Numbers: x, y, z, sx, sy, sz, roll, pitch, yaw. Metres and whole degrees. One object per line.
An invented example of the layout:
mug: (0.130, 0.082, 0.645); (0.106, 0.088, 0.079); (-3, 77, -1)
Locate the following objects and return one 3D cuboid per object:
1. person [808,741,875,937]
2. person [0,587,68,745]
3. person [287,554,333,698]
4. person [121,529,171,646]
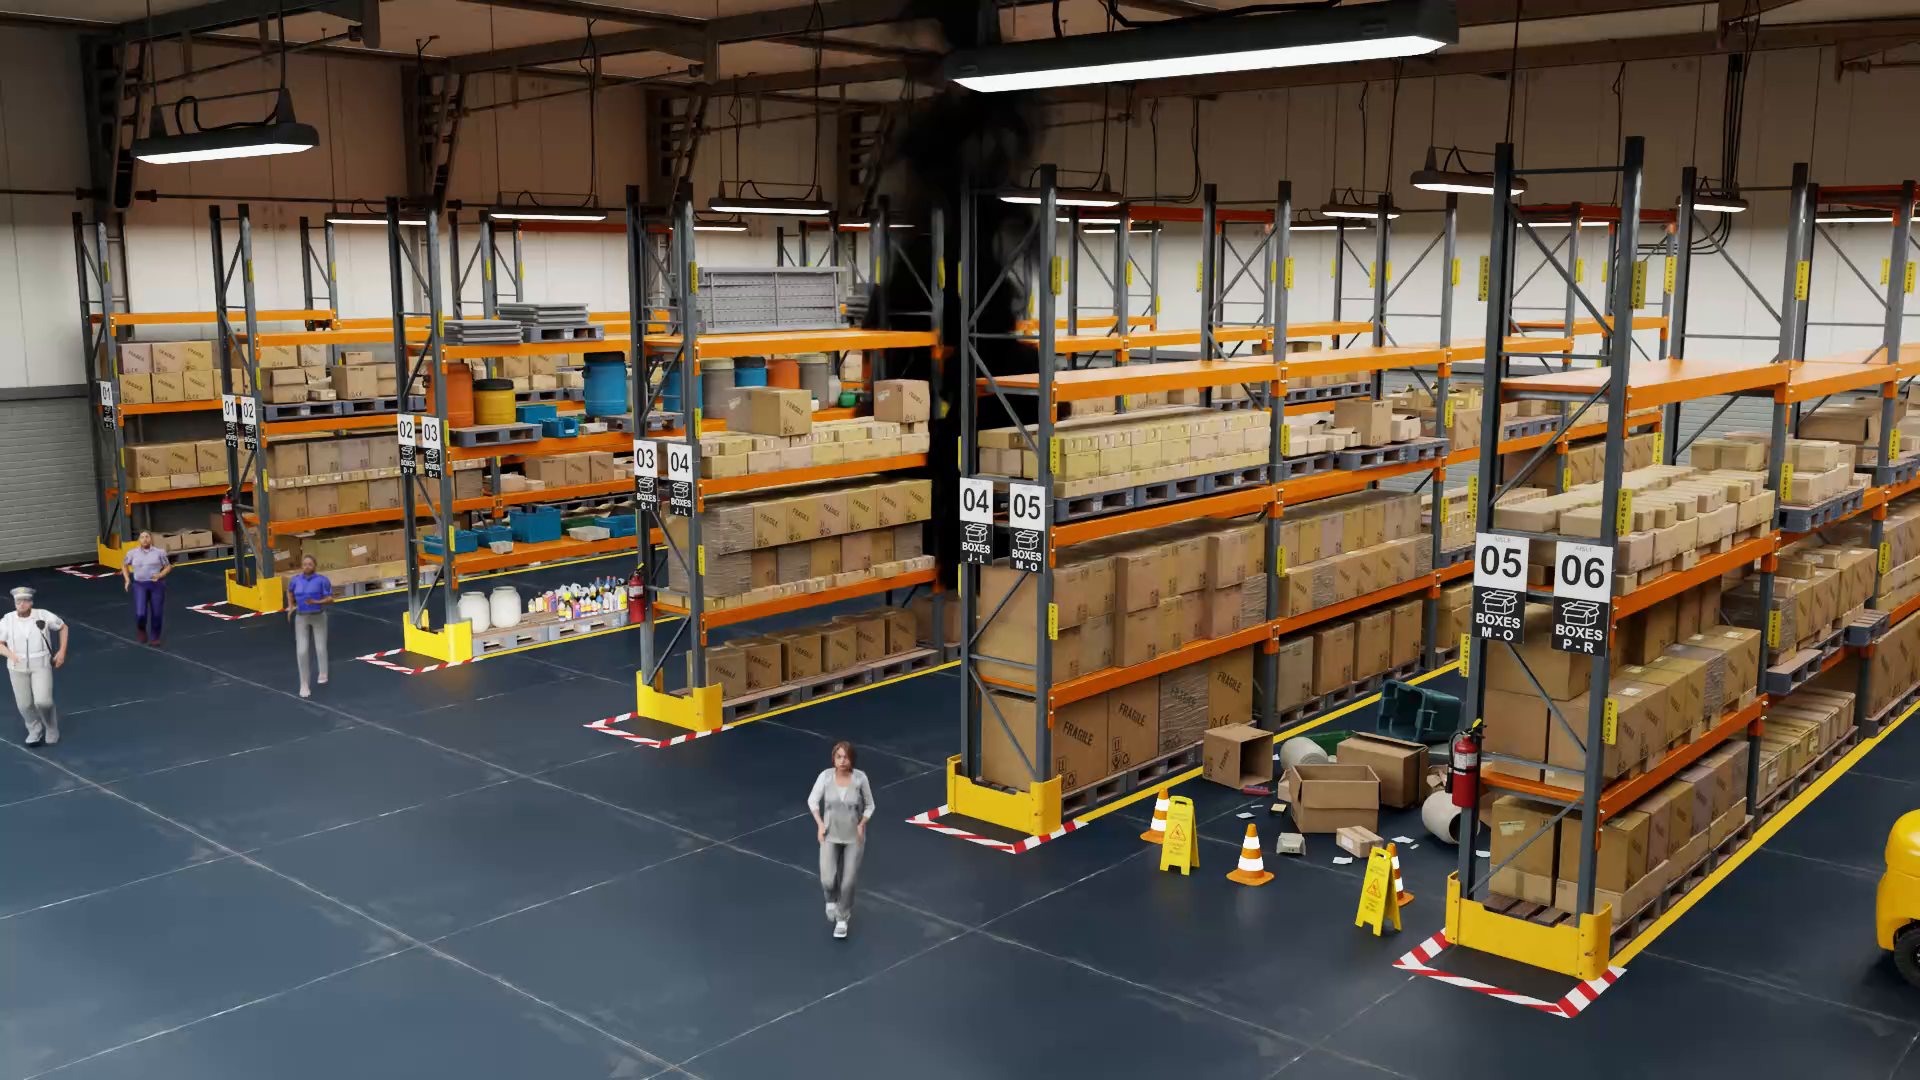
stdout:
person: (-0.909, 2.302, 12.764); (0.516, 1.555, 0.527); (-1, 9, -3)
person: (-9.928, 1.368, 17.795); (0.684, 1.776, 0.658); (-4, 10, -22)
person: (-7.870, 1.020, 20.177); (0.548, 1.718, 0.771); (-3, 10, -16)
person: (-10.948, 0.673, 22.424); (0.604, 1.578, 0.561); (-5, 11, -27)
